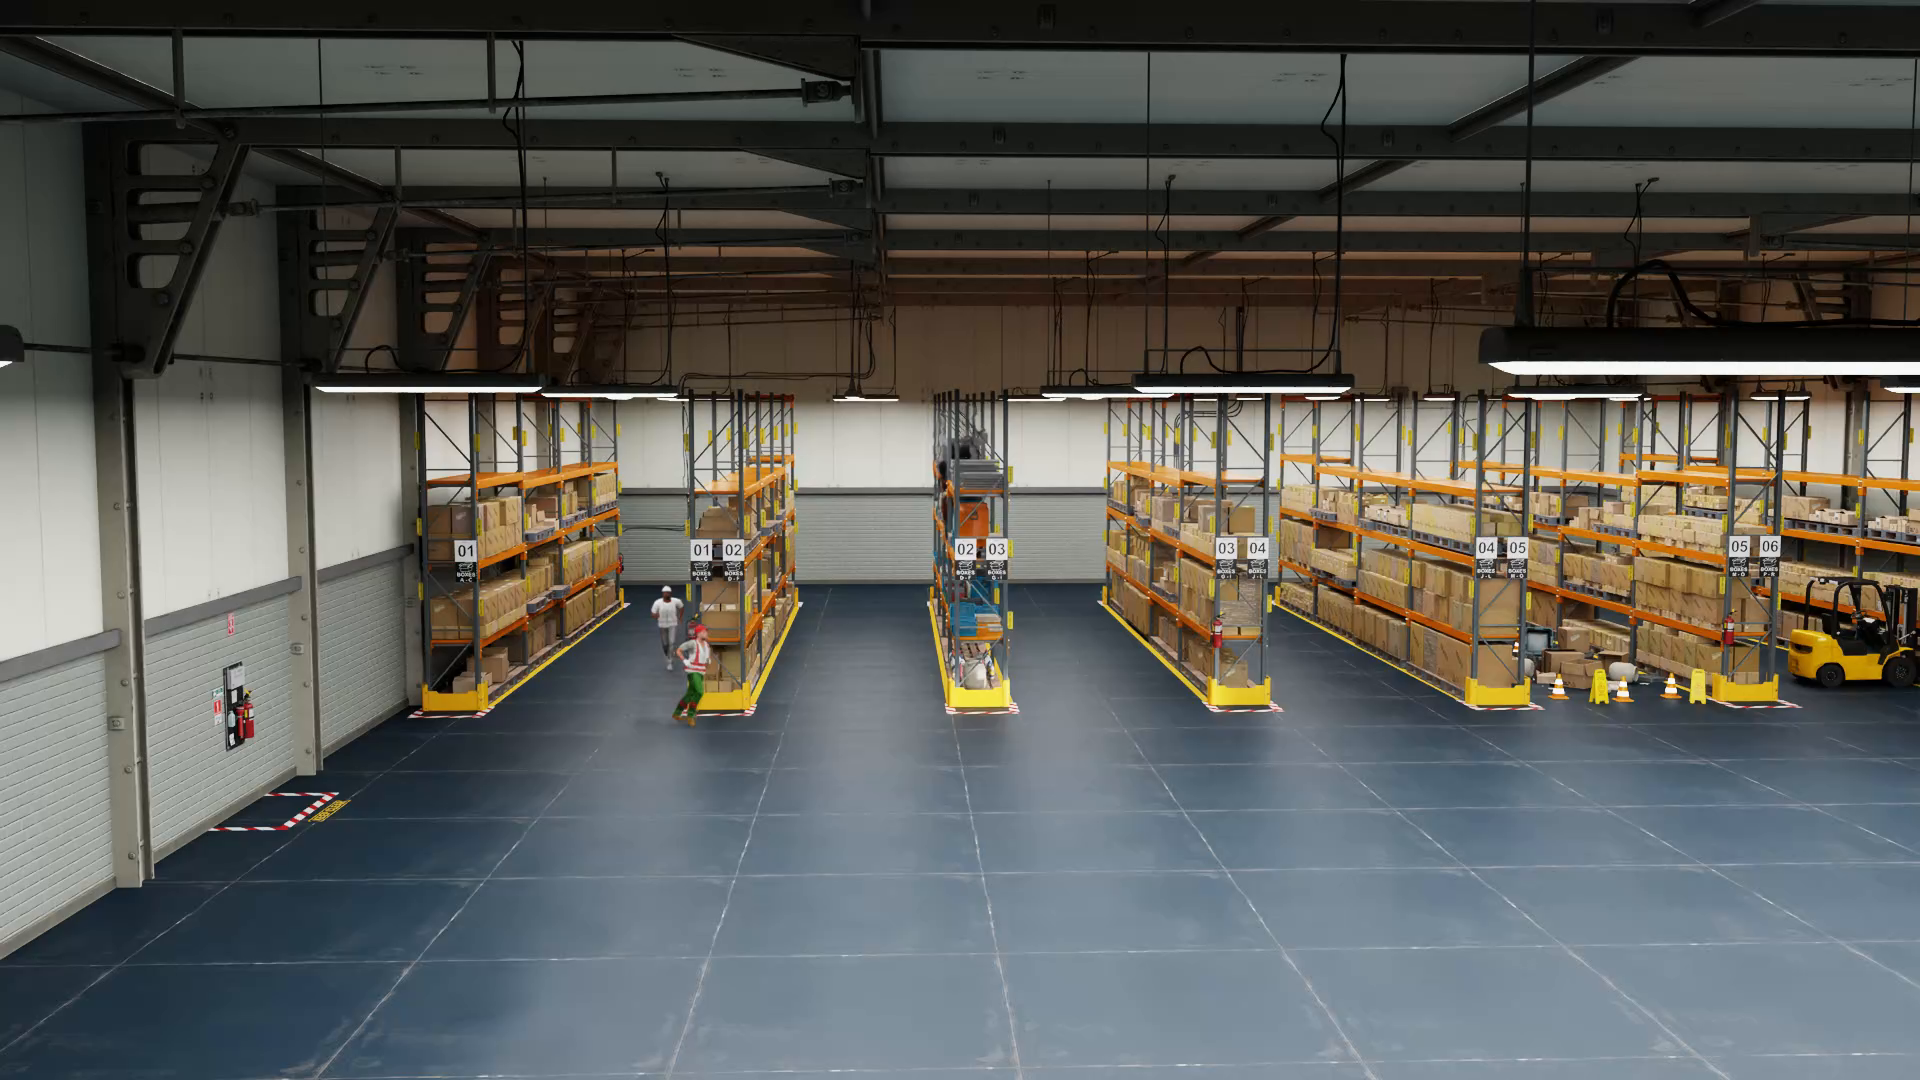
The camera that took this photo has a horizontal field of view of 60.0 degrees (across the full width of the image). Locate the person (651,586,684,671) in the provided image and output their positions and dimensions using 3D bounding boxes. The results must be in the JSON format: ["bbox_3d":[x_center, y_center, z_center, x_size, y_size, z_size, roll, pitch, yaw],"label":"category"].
[{"bbox_3d":[-6.350,1.886,36.072,0.691,1.787,0.957,0,5,-5],"label":"person"}]

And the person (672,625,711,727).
[{"bbox_3d":[-4.774,2.424,29.913,0.673,1.795,0.721,3,5,29],"label":"person"}]
